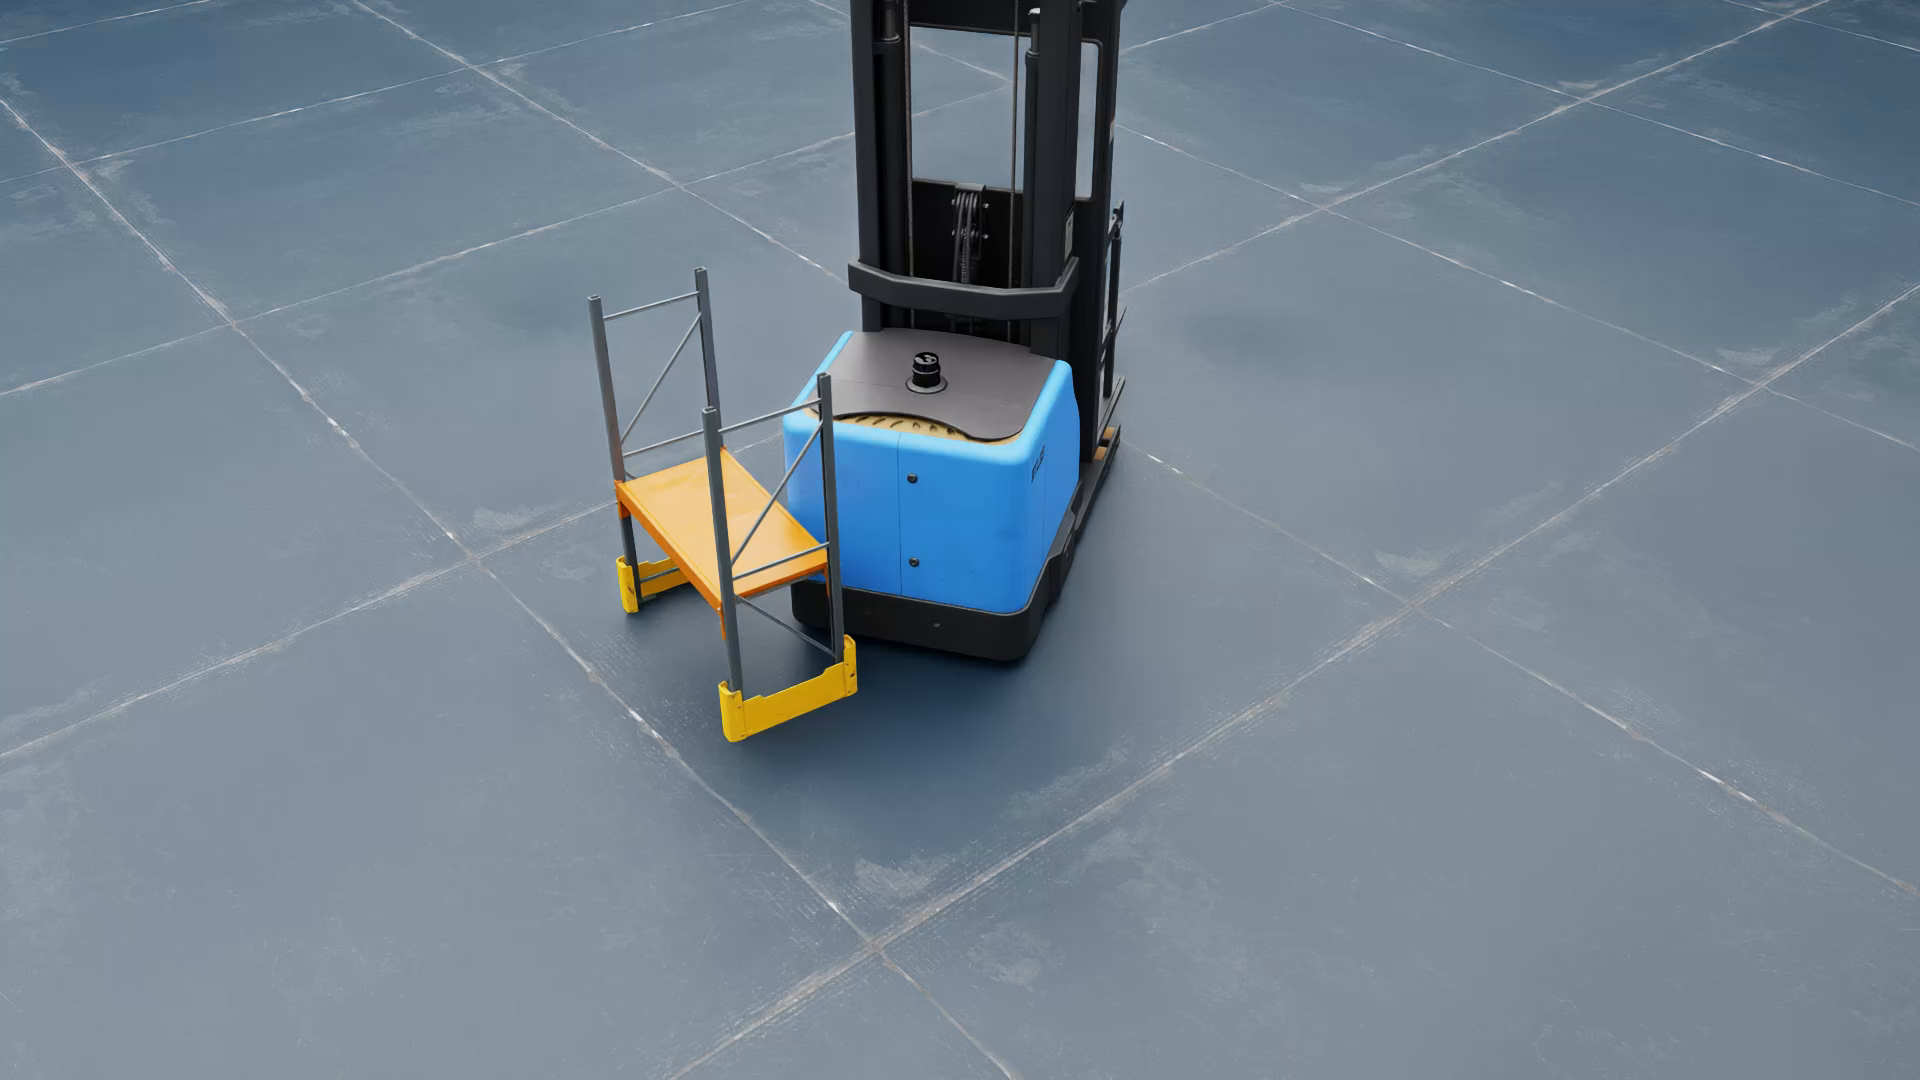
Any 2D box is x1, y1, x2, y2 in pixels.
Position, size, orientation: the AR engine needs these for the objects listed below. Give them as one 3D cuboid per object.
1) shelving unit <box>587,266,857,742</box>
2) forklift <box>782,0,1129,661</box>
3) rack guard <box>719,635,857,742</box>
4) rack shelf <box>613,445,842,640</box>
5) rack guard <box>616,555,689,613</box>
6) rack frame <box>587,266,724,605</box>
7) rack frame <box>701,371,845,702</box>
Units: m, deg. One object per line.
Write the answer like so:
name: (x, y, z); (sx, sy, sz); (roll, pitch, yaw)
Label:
shelving unit: (-0.956, -0.156, 6.673); (0.587, 1.500, 1.083); (-21, 40, -26)
forklift: (0.174, -1.545, 7.395); (1.130, 2.935, 3.031); (9, 36, 13)
rack guard: (-0.685, 0.595, 6.693); (0.587, 0.250, 0.087); (-21, 40, -26)
rack shelf: (-0.961, -0.014, 6.783); (0.538, 0.185, 1.000); (-21, 40, -26)
rack guard: (-1.227, 0.112, 7.375); (0.587, 0.250, 0.087); (-21, 40, -26)
rack frame: (-1.237, -0.407, 7.027); (0.500, 1.500, 0.032); (-21, 40, -26)
rack frame: (-0.684, 0.086, 6.331); (0.500, 1.500, 0.032); (-21, 40, -26)
